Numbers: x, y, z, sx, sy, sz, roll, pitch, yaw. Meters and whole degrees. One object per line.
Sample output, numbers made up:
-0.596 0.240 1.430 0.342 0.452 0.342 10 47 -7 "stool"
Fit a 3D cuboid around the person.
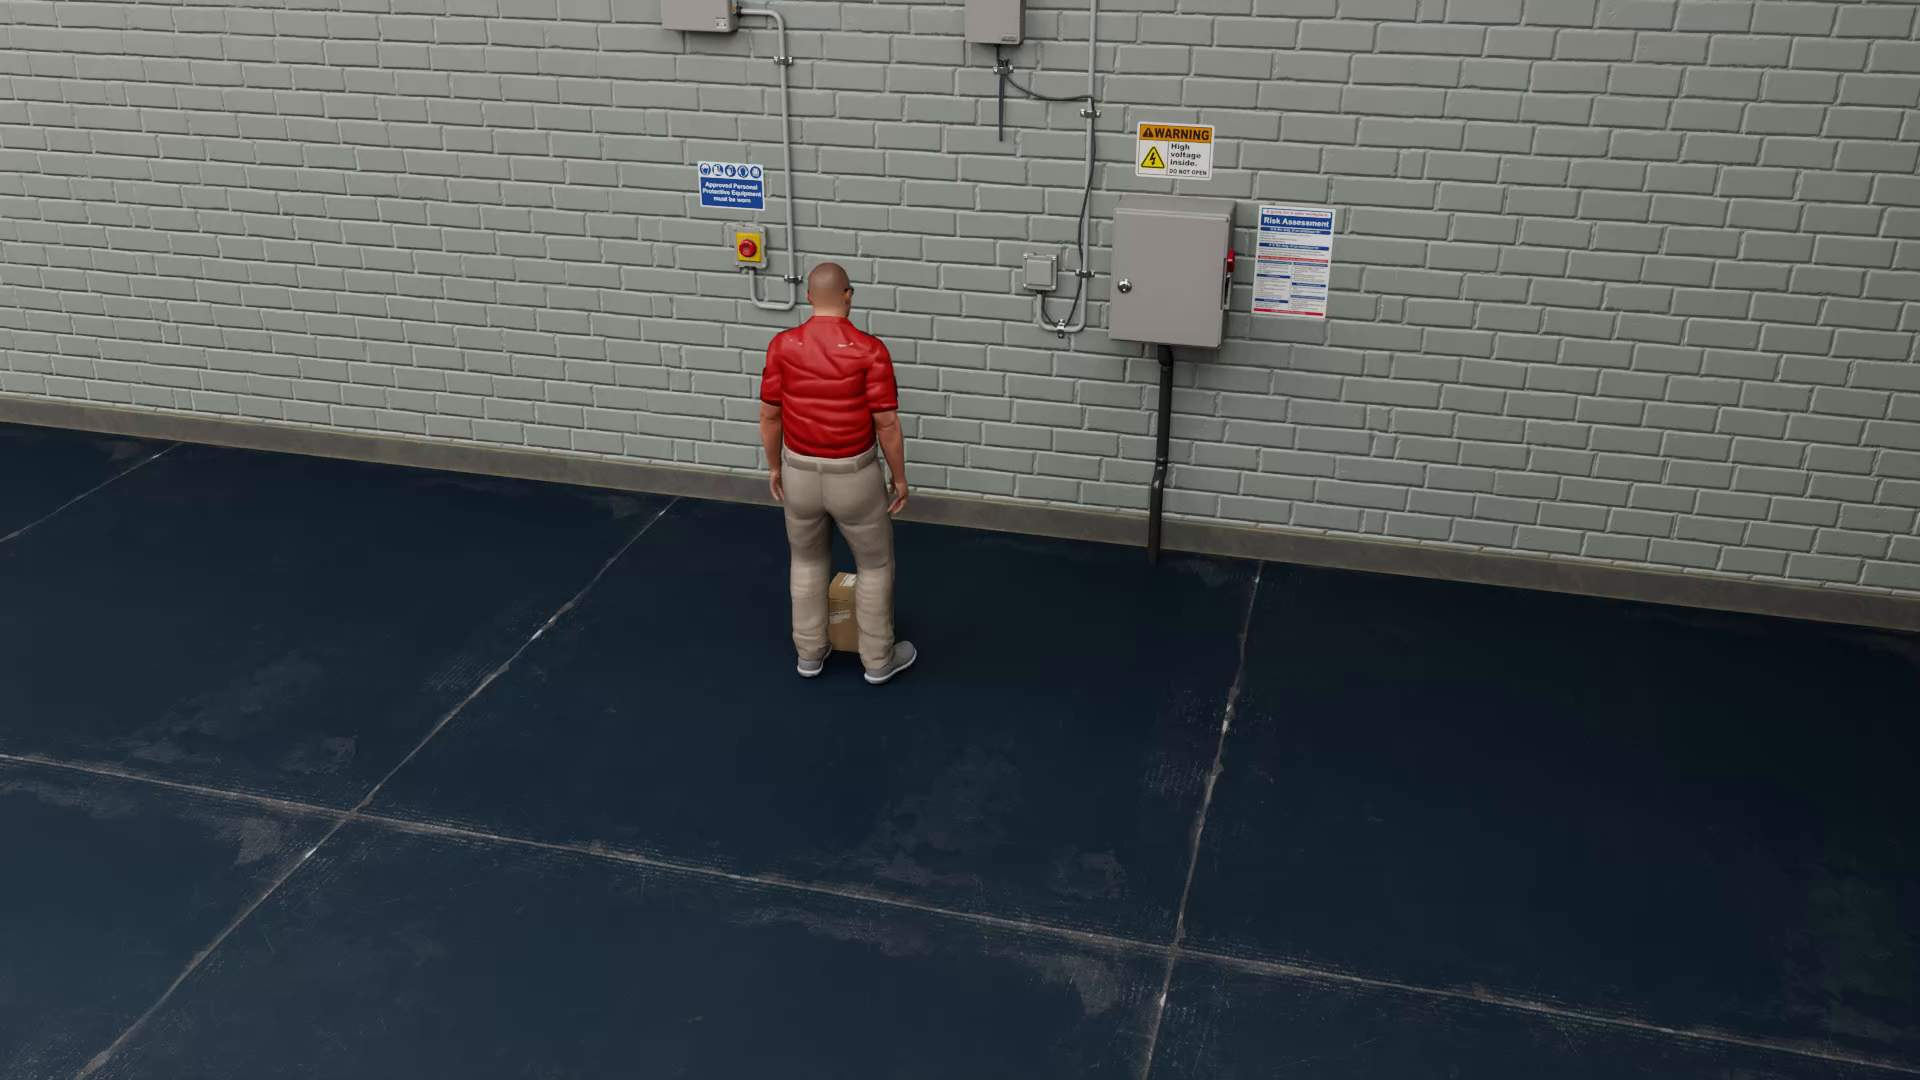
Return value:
-0.498 -0.248 6.652 0.587 1.726 0.389 6 26 13 "person"
